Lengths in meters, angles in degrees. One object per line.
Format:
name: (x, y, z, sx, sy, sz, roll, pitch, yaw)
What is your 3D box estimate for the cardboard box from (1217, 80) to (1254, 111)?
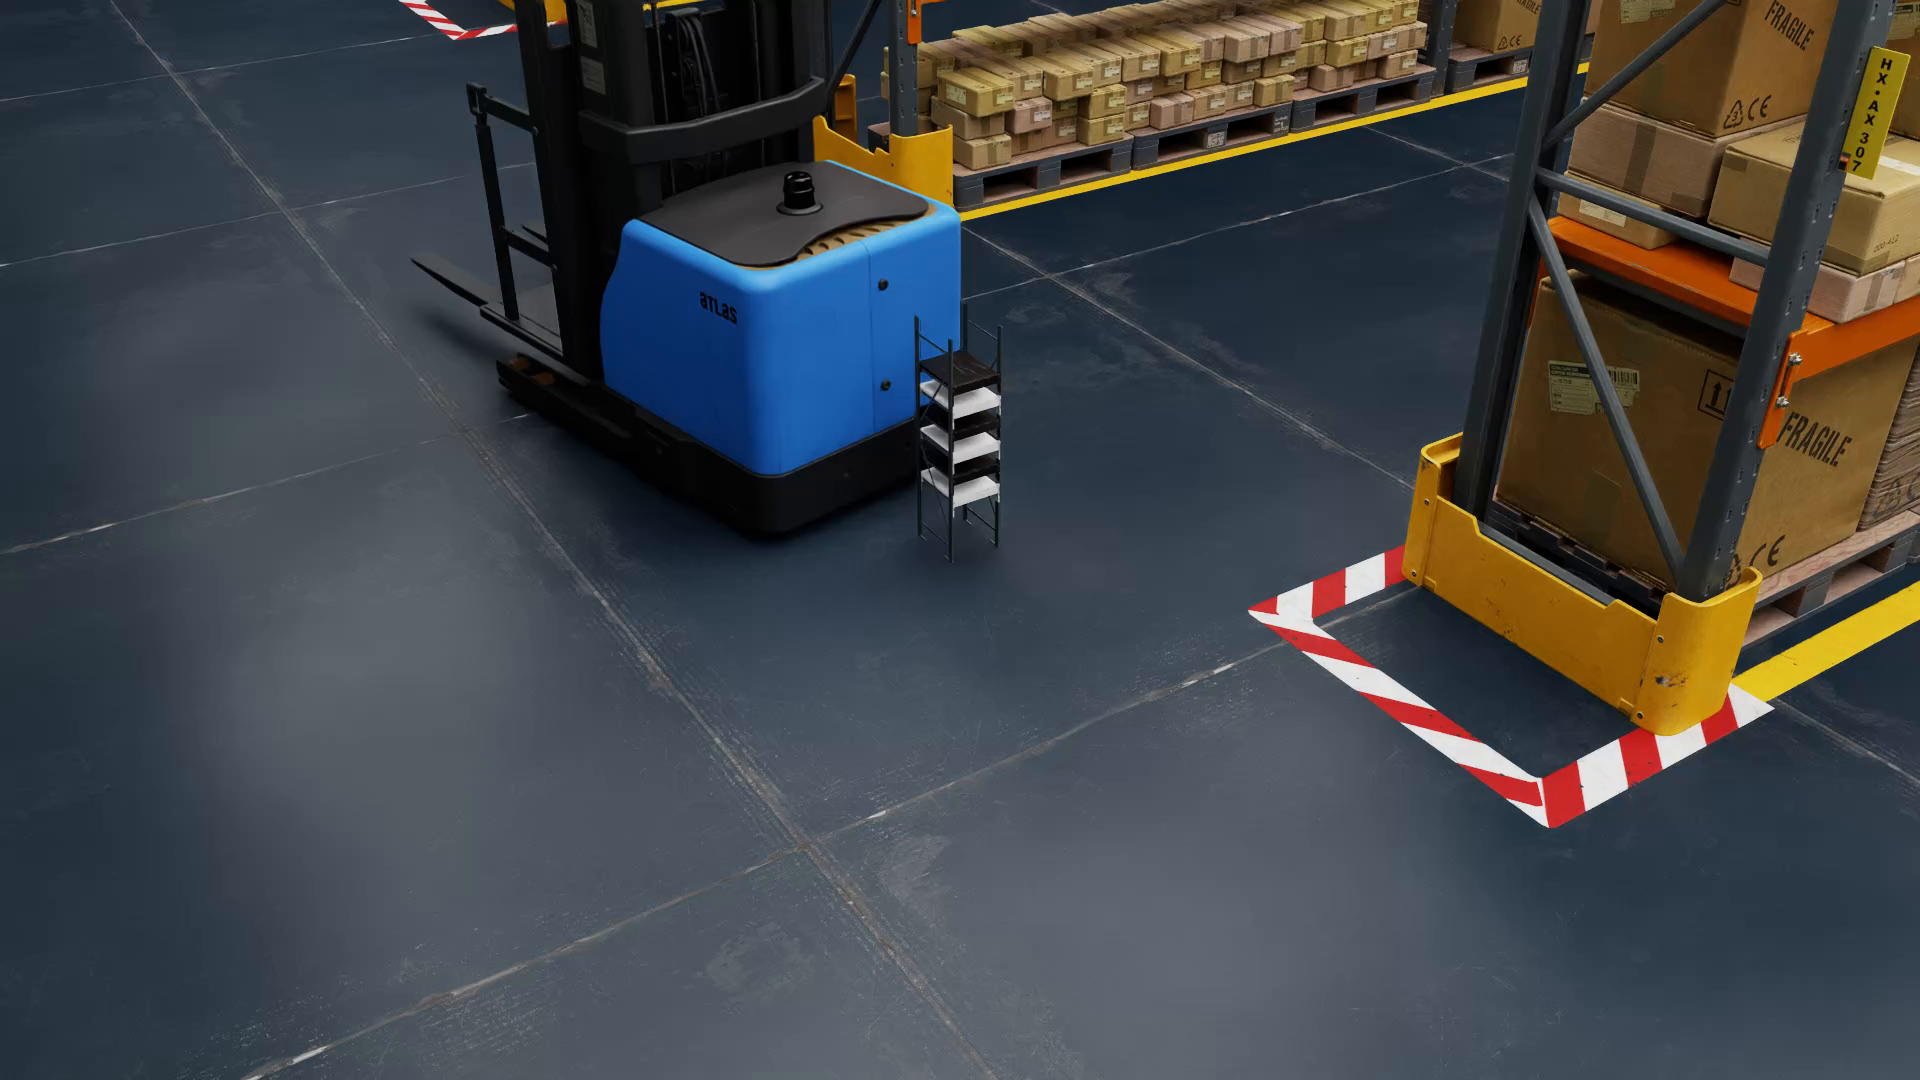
cardboard box: (1.553, -2.723, 10.034, 0.250, 0.149, 0.380, -18, 37, -26)

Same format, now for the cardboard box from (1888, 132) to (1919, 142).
cardboard box: (3.047, -1.185, 5.179, 0.500, 0.250, 0.500, -19, 37, -28)

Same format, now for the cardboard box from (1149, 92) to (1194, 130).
cardboard box: (1.150, -2.547, 9.754, 0.250, 0.149, 0.380, -21, 38, -30)

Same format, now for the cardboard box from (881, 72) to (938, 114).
cardboard box: (-0.249, -2.584, 9.534, 0.250, 0.149, 0.380, -20, 37, -29)

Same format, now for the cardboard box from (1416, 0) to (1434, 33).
cardboard box: (3.310, -3.809, 11.426, 0.500, 0.500, 0.500, -20, 37, -28)

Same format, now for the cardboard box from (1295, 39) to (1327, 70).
cardboard box: (2.031, -3.028, 10.239, 0.250, 0.149, 0.380, -19, 37, -27)

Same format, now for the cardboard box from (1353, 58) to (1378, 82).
cardboard box: (2.415, -3.030, 10.520, 0.250, 0.149, 0.380, -18, 36, -26)

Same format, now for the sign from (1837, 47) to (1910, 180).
sign: (2.360, -1.101, 4.299, 0.005, 0.325, 0.100, -19, 37, -27)

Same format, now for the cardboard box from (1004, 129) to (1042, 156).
cardboard box: (0.251, -2.298, 9.359, 0.250, 0.149, 0.380, -19, 37, -27)

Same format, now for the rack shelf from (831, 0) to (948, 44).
rack shelf: (1.143, -3.479, 9.629, 4.000, 0.370, 1.077, -19, 37, -27)

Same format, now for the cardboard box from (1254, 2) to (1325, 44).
cardboard box: (2.007, -3.159, 10.167, 0.250, 0.149, 0.380, -18, 36, -26)

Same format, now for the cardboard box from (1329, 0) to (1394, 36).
cardboard box: (2.473, -3.274, 10.350, 0.250, 0.149, 0.380, -18, 37, -27)

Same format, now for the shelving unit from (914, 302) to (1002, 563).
shelving unit: (-0.007, -0.378, 6.006, 0.210, 0.900, 0.258, -19, 37, -27)

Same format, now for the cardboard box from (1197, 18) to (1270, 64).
cardboard box: (1.610, -2.956, 9.845, 0.250, 0.149, 0.380, -20, 38, -29)

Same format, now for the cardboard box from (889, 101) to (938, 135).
cardboard box: (-0.209, -2.423, 9.558, 0.250, 0.149, 0.380, -18, 37, -26)

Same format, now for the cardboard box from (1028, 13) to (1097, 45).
cardboard box: (0.608, -3.023, 9.952, 0.250, 0.149, 0.380, -18, 36, -26)

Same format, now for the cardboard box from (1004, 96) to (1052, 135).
cardboard box: (0.302, -2.393, 9.232, 0.250, 0.149, 0.380, -19, 37, -27)

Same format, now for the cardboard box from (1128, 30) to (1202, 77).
cardboard box: (1.182, -2.817, 9.626, 0.250, 0.149, 0.380, -18, 37, -27)

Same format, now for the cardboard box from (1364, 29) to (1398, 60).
cardboard box: (2.511, -3.142, 10.419, 0.250, 0.149, 0.380, -21, 38, -29)

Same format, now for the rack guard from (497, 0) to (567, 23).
rack guard: (-3.325, -4.332, 12.649, 0.348, 0.500, 1.175, -19, 37, -27)

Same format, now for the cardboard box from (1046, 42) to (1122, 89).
cardboard box: (0.698, -2.686, 9.417, 0.250, 0.149, 0.380, -21, 38, -30)

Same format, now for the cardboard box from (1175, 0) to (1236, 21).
cardboard box: (1.508, -3.308, 10.403, 0.250, 0.149, 0.380, -18, 37, -26)

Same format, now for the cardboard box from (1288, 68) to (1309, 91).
cardboard box: (1.941, -2.903, 10.319, 0.250, 0.149, 0.380, -20, 37, -28)

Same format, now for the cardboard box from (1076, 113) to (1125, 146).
cardboard box: (0.731, -2.397, 9.517, 0.250, 0.149, 0.380, -18, 37, -27)

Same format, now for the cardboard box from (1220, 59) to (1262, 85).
cardboard box: (1.591, -2.877, 10.000, 0.250, 0.149, 0.380, -21, 38, -29)

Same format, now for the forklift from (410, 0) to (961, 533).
forklift: (-1.361, -1.958, 6.607, 1.130, 2.935, 3.031, -27, 41, -36)

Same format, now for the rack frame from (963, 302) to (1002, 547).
rack frame: (0.079, -0.408, 6.053, 0.006, 0.900, 0.240, -19, 37, -27)

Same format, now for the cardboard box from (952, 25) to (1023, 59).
cardboard box: (0.161, -2.874, 9.716, 0.250, 0.149, 0.380, -20, 37, -28)

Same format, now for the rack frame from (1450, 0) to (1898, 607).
rack frame: (2.064, -0.952, 4.948, 0.127, 3.000, 1.000, -19, 37, -27)

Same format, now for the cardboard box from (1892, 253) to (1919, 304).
cardboard box: (2.756, -0.875, 5.062, 0.250, 0.149, 0.380, -20, 37, -28)

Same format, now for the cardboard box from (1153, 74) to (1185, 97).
cardboard box: (1.111, -2.746, 9.791, 0.250, 0.149, 0.380, -17, 36, -25)

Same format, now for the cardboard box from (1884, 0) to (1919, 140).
cardboard box: (3.034, -1.494, 4.966, 0.500, 0.500, 0.500, -20, 37, -28)

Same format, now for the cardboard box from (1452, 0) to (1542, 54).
cardboard box: (3.589, -3.577, 11.058, 0.500, 0.500, 0.500, -17, 36, -25)

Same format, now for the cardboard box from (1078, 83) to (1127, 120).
cardboard box: (0.734, -2.529, 9.448, 0.250, 0.149, 0.380, -18, 36, -26)

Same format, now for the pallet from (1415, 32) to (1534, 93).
pallet: (3.478, -3.408, 11.455, 1.213, 0.211, 1.003, -19, 37, -27)

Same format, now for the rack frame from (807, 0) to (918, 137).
rack frame: (-0.538, -3.206, 8.520, 0.127, 3.000, 1.000, -19, 37, -27)

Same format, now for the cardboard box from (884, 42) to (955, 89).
cardboard box: (-0.230, -2.696, 9.433, 0.250, 0.149, 0.380, -19, 37, -27)

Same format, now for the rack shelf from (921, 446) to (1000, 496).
rack shelf: (-0.007, -0.274, 6.072, 0.200, 0.077, 0.258, -19, 37, -27)

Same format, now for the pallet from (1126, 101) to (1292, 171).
pallet: (1.252, -2.618, 10.202, 1.213, 0.211, 1.003, -19, 37, -27)

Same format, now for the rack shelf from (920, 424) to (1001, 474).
rack shelf: (-0.007, -0.350, 6.024, 0.200, 0.077, 0.258, -19, 37, -27)

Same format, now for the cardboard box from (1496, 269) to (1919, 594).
cardboard box: (2.559, -0.452, 5.753, 0.875, 0.875, 0.875, -19, 37, -27)

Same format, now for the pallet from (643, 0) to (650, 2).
pallet: (-2.675, -4.483, 13.159, 1.213, 0.211, 1.003, -19, 37, -27)

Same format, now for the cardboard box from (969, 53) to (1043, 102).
cardboard box: (0.253, -2.562, 9.220, 0.250, 0.149, 0.380, -18, 37, -26)

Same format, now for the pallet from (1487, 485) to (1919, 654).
pallet: (2.694, -0.039, 6.114, 1.213, 0.211, 1.003, -19, 37, -27)

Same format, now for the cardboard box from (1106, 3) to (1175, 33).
cardboard box: (1.095, -3.138, 10.134, 0.250, 0.149, 0.380, -19, 37, -27)

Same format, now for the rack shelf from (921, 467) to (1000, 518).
rack shelf: (-0.007, -0.198, 6.120, 0.200, 0.077, 0.258, -19, 37, -27)

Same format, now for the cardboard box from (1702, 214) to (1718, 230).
cardboard box: (2.403, -1.172, 5.532, 0.250, 0.149, 0.380, -19, 37, -27)

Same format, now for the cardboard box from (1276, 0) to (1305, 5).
cardboard box: (1.973, -3.430, 10.597, 0.250, 0.149, 0.380, -20, 37, -28)
